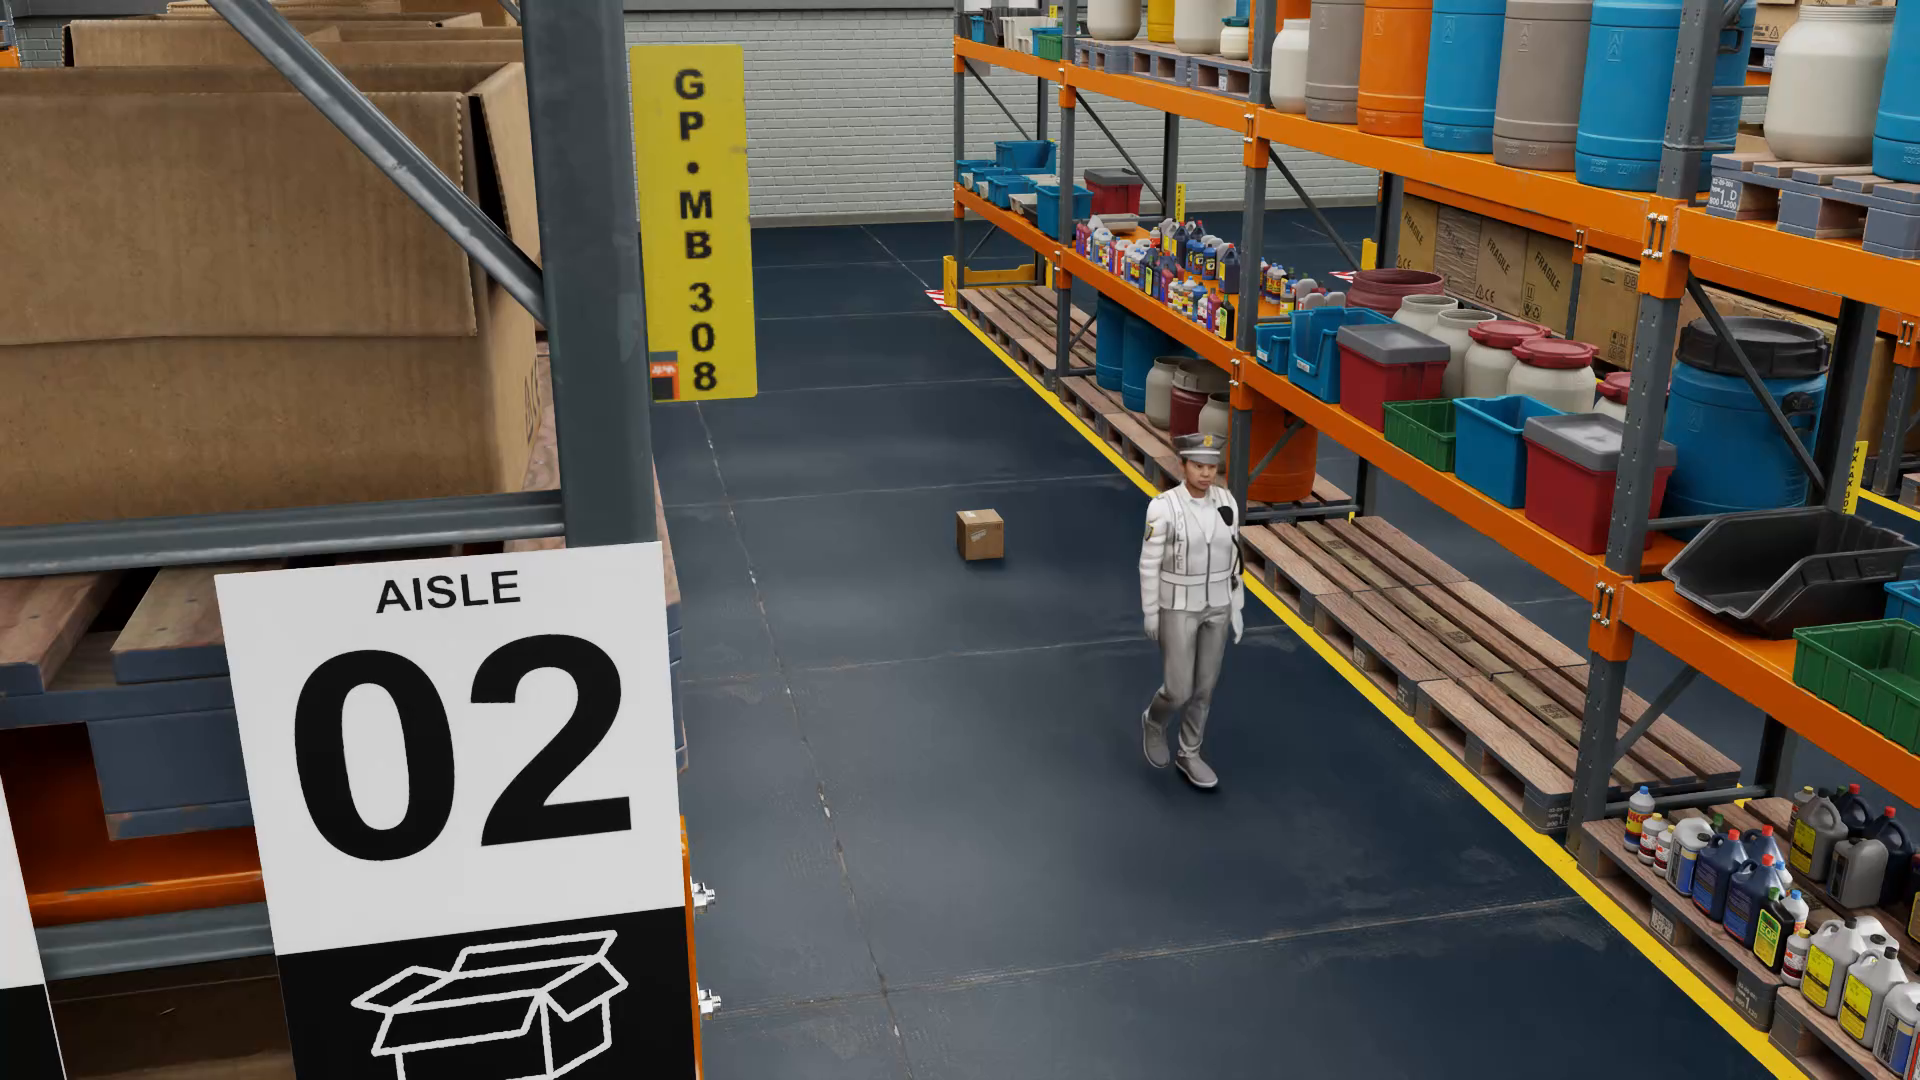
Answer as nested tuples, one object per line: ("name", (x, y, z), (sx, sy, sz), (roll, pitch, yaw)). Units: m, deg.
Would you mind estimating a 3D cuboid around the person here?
("person", (1.064, 0.311, 7.593), (0.486, 1.682, 0.448), (-7, 21, -18))
